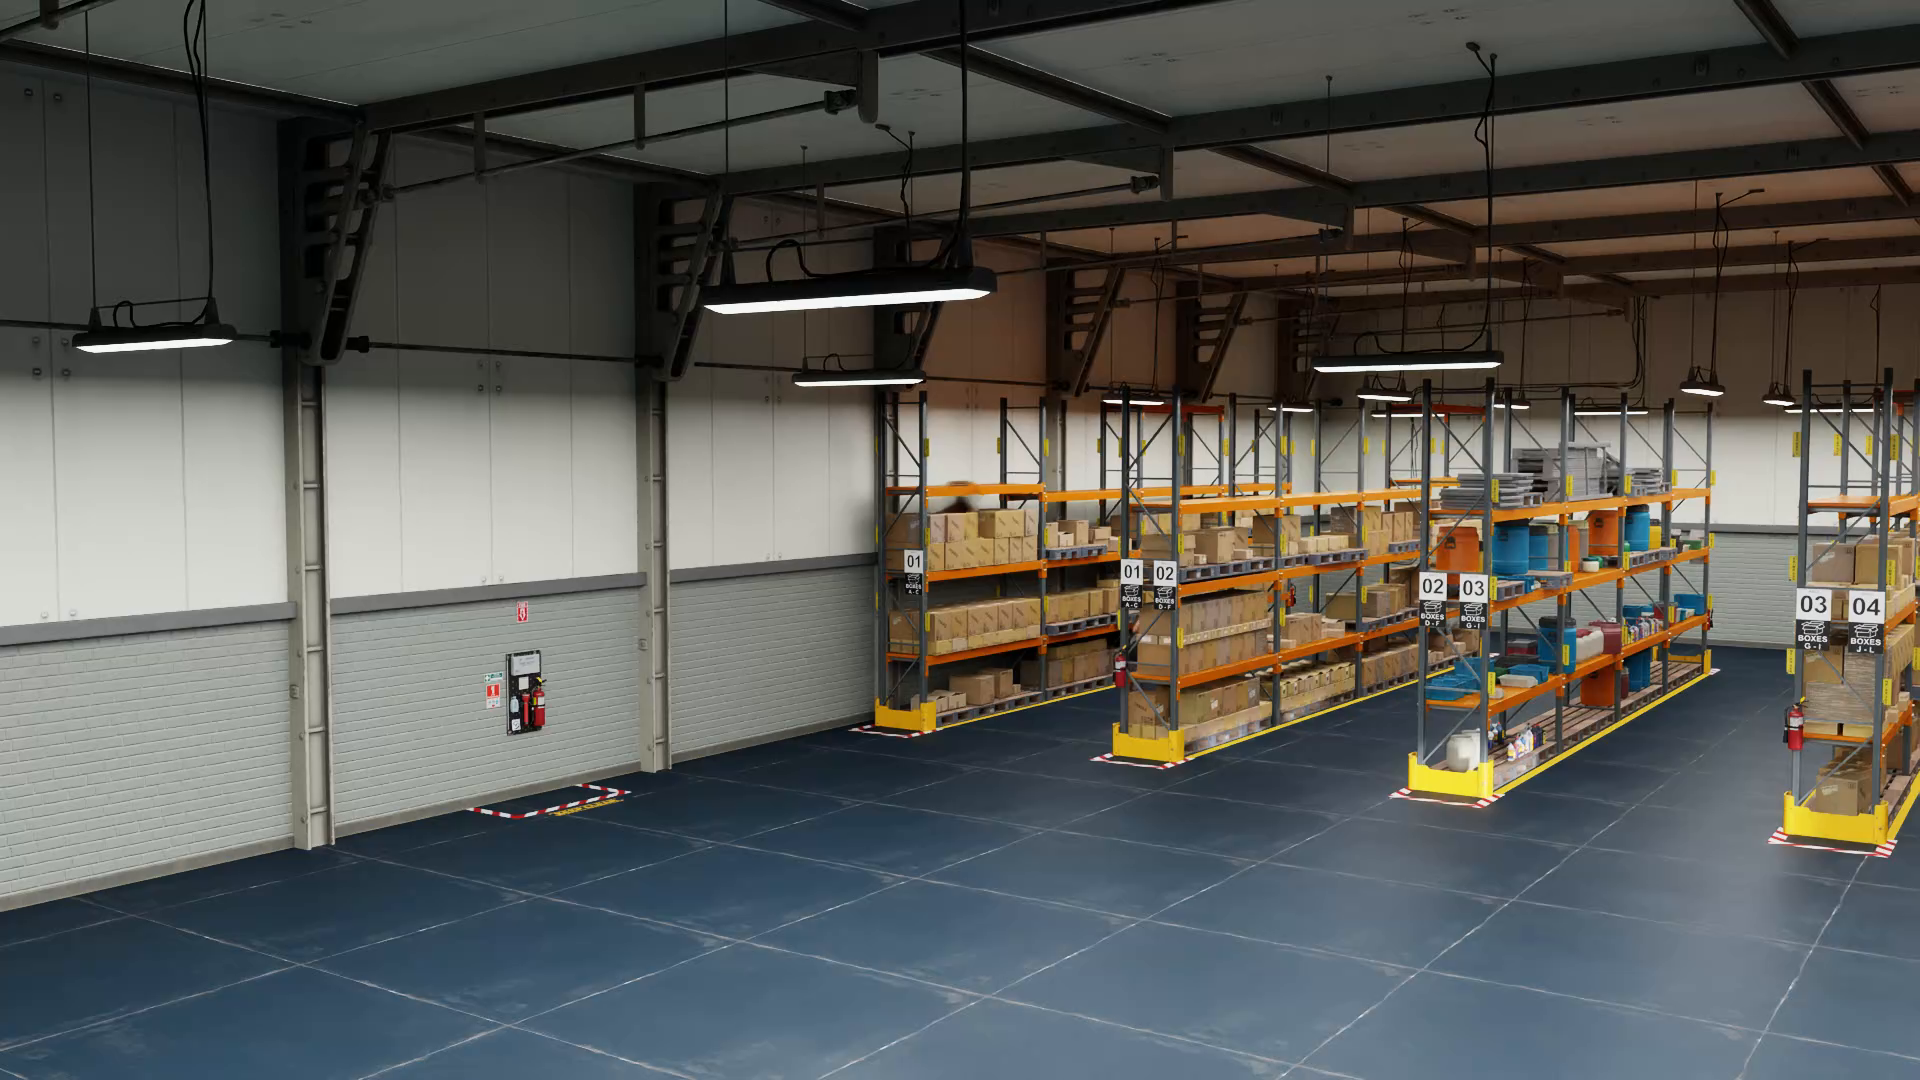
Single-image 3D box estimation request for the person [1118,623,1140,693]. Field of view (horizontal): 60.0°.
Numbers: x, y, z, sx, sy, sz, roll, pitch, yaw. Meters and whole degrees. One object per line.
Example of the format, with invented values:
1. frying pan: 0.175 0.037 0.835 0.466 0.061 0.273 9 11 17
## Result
1. person: 3.284 2.414 31.676 0.628 1.669 1.006 2 4 27
